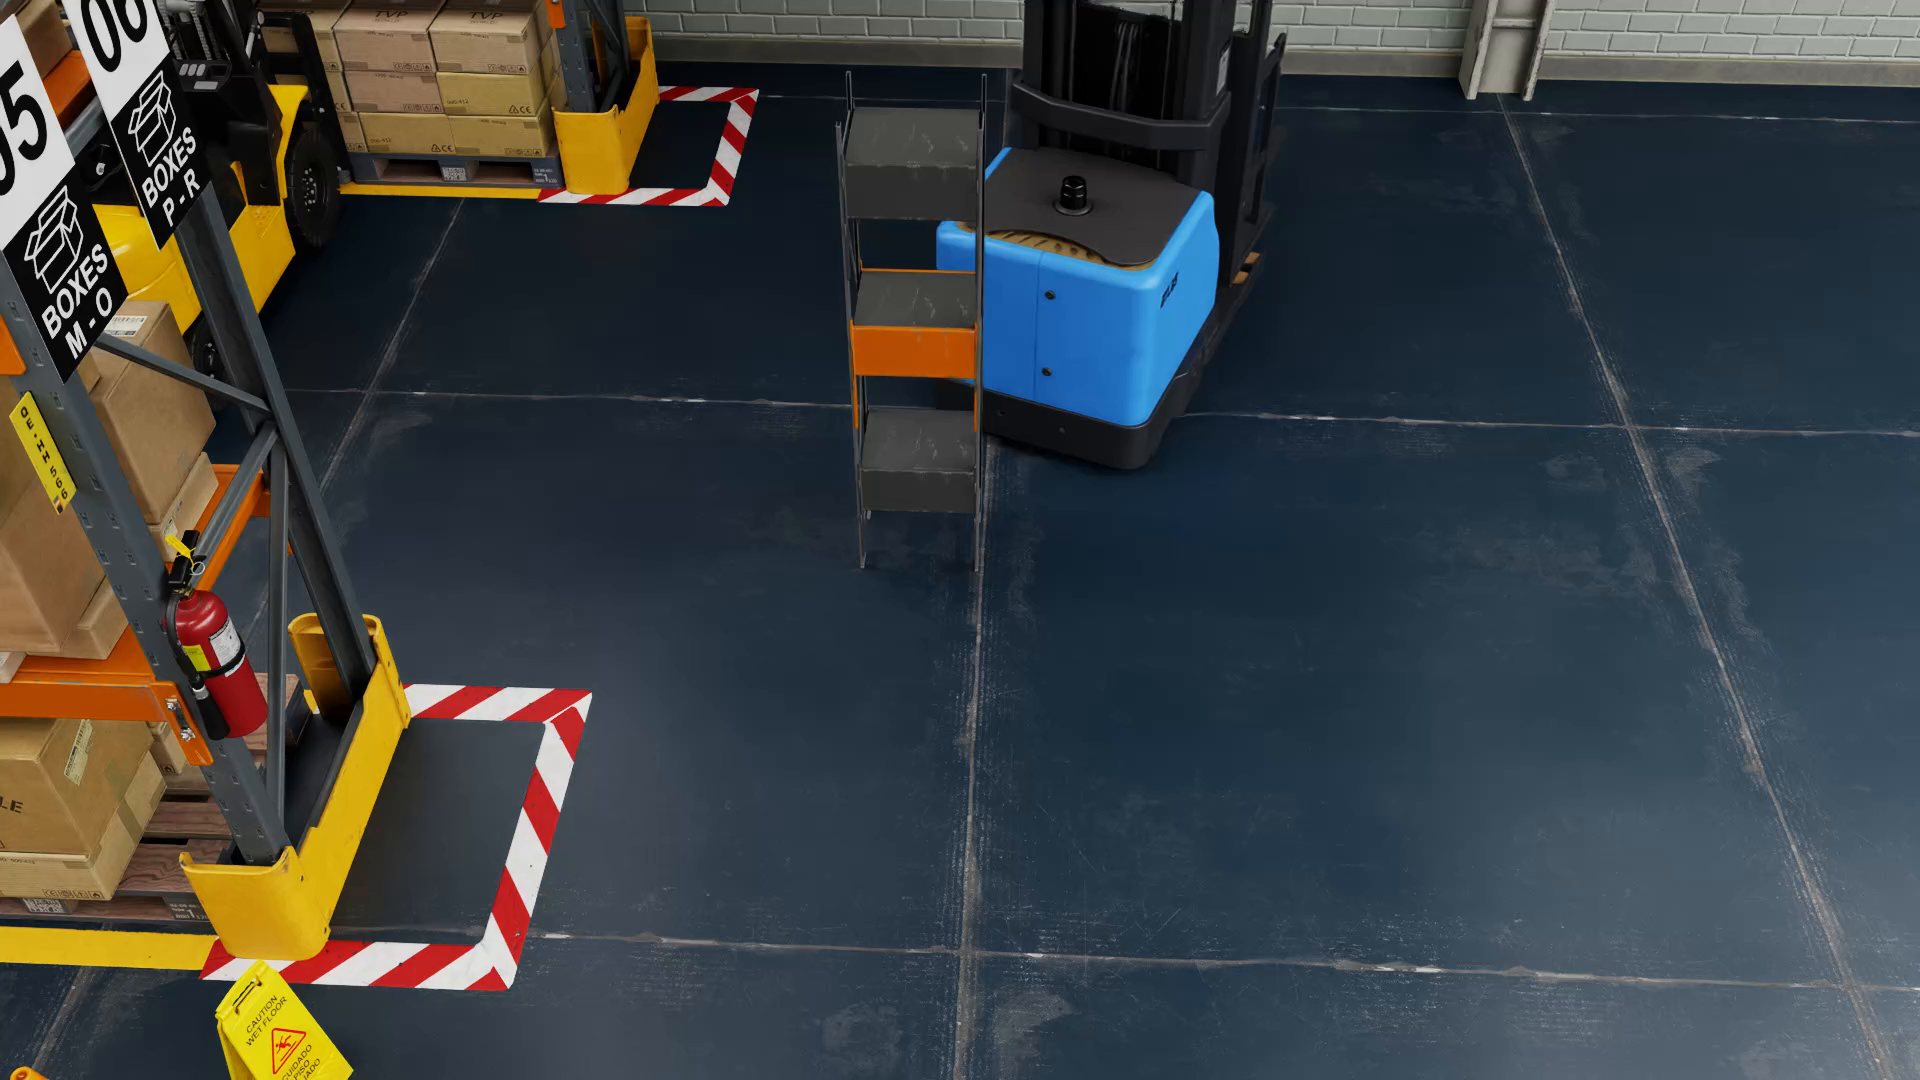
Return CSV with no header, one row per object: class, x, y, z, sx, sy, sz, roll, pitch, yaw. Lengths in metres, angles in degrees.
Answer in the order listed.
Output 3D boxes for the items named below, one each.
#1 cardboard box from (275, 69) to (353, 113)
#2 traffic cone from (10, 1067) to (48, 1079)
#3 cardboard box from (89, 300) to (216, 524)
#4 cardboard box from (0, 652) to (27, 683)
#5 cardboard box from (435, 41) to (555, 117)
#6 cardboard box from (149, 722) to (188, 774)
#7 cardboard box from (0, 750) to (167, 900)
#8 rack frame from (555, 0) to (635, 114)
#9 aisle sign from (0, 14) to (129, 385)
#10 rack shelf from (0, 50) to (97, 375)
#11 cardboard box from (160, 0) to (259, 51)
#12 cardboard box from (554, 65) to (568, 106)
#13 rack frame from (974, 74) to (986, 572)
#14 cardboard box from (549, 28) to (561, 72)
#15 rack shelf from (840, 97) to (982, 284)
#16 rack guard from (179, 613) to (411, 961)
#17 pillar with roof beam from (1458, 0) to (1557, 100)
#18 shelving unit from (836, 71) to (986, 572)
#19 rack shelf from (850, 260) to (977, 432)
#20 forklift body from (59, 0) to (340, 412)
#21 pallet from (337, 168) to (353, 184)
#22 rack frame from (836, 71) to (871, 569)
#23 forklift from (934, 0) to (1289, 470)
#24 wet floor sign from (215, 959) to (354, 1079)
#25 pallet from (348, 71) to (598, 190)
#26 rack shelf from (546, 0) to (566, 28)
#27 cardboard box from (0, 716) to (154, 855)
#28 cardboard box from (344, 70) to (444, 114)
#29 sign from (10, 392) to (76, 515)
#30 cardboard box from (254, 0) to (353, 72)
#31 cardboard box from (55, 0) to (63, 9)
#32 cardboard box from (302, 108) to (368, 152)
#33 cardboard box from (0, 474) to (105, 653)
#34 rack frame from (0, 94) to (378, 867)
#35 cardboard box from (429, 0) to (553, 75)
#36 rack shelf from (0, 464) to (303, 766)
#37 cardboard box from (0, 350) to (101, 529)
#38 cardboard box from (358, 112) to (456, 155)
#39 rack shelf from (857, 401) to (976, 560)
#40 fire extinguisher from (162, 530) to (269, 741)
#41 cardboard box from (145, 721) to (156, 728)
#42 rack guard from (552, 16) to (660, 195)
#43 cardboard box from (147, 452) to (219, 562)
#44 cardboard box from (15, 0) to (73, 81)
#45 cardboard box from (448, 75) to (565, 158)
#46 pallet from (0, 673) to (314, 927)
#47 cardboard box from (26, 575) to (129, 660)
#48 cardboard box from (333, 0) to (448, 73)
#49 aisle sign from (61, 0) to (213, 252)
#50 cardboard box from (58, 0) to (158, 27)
cardboard box,-3.566,-2.591,9.173,0.500,0.250,0.500,1,43,1
traffic cone,-2.756,1.739,5.044,0.334,0.463,0.336,2,43,2
cardboard box,-2.729,-0.403,5.191,0.500,0.500,0.500,1,43,1
cardboard box,-2.910,0.240,4.976,0.250,0.149,0.380,1,43,1
cardboard box,-2.549,-2.567,9.147,0.500,0.250,0.500,1,43,1
cardboard box,-3.062,0.585,6.130,0.500,0.250,0.500,1,43,2
cardboard box,-3.112,0.956,5.733,0.500,0.250,0.500,2,43,2
rack frame,-2.049,-3.434,8.736,0.127,3.000,1.000,2,43,2
aisle sign,-2.220,-0.806,4.008,0.004,0.787,0.394,2,43,2
rack shelf,-4.266,-0.950,4.396,4.000,0.370,1.077,2,43,2
cardboard box,-4.043,-2.791,9.021,0.500,0.250,0.500,1,43,1
cardboard box,-2.530,-2.730,9.689,0.500,0.250,0.500,2,43,2
rack frame,0.078,-0.766,6.532,0.015,2.100,0.400,2,43,2
cardboard box,-2.509,-2.921,9.527,0.500,0.250,0.500,2,43,3
rack shelf,-0.165,-1.276,6.072,0.480,0.518,0.431,2,43,2
rack guard,-2.344,0.858,5.962,0.348,0.500,1.175,2,43,2
pillar with roof beam,3.096,-3.149,4.028,0.400,9.000,9.100,2,43,2
shelving unit,-0.165,-0.773,6.540,0.503,2.100,0.431,2,43,2
rack shelf,-0.165,-0.763,6.549,0.480,0.518,0.431,2,43,2
forklift body,-4.025,-1.940,7.754,1.214,2.155,2.313,2,43,2
pallet,-4.030,-2.448,9.723,1.213,0.211,1.003,2,43,2
rack frame,-0.409,-0.781,6.548,0.015,2.100,0.400,2,43,2
forklift,0.942,-2.401,7.677,1.130,2.935,3.031,17,46,17
wet floor sign,-2.127,1.542,5.122,0.232,0.644,0.267,16,45,16
pallet,-2.814,-2.409,9.681,1.213,0.211,1.003,2,43,2
rack shelf,-4.047,-3.233,9.047,4.000,0.370,1.077,2,43,2
cardboard box,-3.081,0.677,5.482,0.500,0.500,0.500,2,43,2
cardboard box,-3.049,-2.590,9.172,0.500,0.250,0.500,1,43,1
sign,-2.313,-0.216,4.200,0.005,0.325,0.100,2,43,2
cardboard box,-3.538,-2.770,8.998,0.500,0.250,0.500,2,43,2
cardboard box,-5.065,-2.819,9.052,0.500,0.250,0.500,2,43,2
cardboard box,-3.528,-2.424,9.361,0.500,0.250,0.500,2,43,2
cardboard box,-2.823,-0.029,4.789,0.500,0.500,0.500,1,43,1
rack frame,-2.268,-0.054,5.108,0.127,3.000,1.000,2,43,2
cardboard box,-2.523,-2.750,8.976,0.500,0.250,0.500,3,43,3
rack shelf,-4.266,0.148,5.419,4.000,0.370,1.077,2,43,2
cardboard box,-2.789,-0.433,4.489,0.500,0.500,0.700,1,43,1
cardboard box,-3.029,-2.403,9.338,0.500,0.250,0.500,2,43,2
rack shelf,-0.165,-0.251,7.026,0.480,0.518,0.431,2,43,2
fire extinguisher,-2.175,0.291,4.793,0.183,0.674,0.296,2,43,2
cardboard box,-3.086,0.310,5.875,0.500,0.500,0.500,0,43,0
rack guard,-2.025,-2.519,9.587,0.348,0.500,1.175,2,43,2
cardboard box,-2.598,-0.114,5.356,0.250,0.149,0.380,2,43,2
cardboard box,-2.585,-1.291,4.419,0.250,0.149,0.380,2,43,2
cardboard box,-2.532,-2.381,9.315,0.500,0.250,0.500,2,43,2
pallet,-3.154,0.915,6.113,1.213,0.211,1.003,2,43,2
cardboard box,-2.652,0.172,5.049,0.250,0.149,0.380,3,43,3
cardboard box,-3.033,-2.761,8.989,0.500,0.250,0.500,2,43,3
aisle sign,-2.193,-1.215,4.446,0.004,0.787,0.394,2,43,2
cardboard box,-4.567,-2.812,9.044,0.500,0.250,0.500,3,43,3
